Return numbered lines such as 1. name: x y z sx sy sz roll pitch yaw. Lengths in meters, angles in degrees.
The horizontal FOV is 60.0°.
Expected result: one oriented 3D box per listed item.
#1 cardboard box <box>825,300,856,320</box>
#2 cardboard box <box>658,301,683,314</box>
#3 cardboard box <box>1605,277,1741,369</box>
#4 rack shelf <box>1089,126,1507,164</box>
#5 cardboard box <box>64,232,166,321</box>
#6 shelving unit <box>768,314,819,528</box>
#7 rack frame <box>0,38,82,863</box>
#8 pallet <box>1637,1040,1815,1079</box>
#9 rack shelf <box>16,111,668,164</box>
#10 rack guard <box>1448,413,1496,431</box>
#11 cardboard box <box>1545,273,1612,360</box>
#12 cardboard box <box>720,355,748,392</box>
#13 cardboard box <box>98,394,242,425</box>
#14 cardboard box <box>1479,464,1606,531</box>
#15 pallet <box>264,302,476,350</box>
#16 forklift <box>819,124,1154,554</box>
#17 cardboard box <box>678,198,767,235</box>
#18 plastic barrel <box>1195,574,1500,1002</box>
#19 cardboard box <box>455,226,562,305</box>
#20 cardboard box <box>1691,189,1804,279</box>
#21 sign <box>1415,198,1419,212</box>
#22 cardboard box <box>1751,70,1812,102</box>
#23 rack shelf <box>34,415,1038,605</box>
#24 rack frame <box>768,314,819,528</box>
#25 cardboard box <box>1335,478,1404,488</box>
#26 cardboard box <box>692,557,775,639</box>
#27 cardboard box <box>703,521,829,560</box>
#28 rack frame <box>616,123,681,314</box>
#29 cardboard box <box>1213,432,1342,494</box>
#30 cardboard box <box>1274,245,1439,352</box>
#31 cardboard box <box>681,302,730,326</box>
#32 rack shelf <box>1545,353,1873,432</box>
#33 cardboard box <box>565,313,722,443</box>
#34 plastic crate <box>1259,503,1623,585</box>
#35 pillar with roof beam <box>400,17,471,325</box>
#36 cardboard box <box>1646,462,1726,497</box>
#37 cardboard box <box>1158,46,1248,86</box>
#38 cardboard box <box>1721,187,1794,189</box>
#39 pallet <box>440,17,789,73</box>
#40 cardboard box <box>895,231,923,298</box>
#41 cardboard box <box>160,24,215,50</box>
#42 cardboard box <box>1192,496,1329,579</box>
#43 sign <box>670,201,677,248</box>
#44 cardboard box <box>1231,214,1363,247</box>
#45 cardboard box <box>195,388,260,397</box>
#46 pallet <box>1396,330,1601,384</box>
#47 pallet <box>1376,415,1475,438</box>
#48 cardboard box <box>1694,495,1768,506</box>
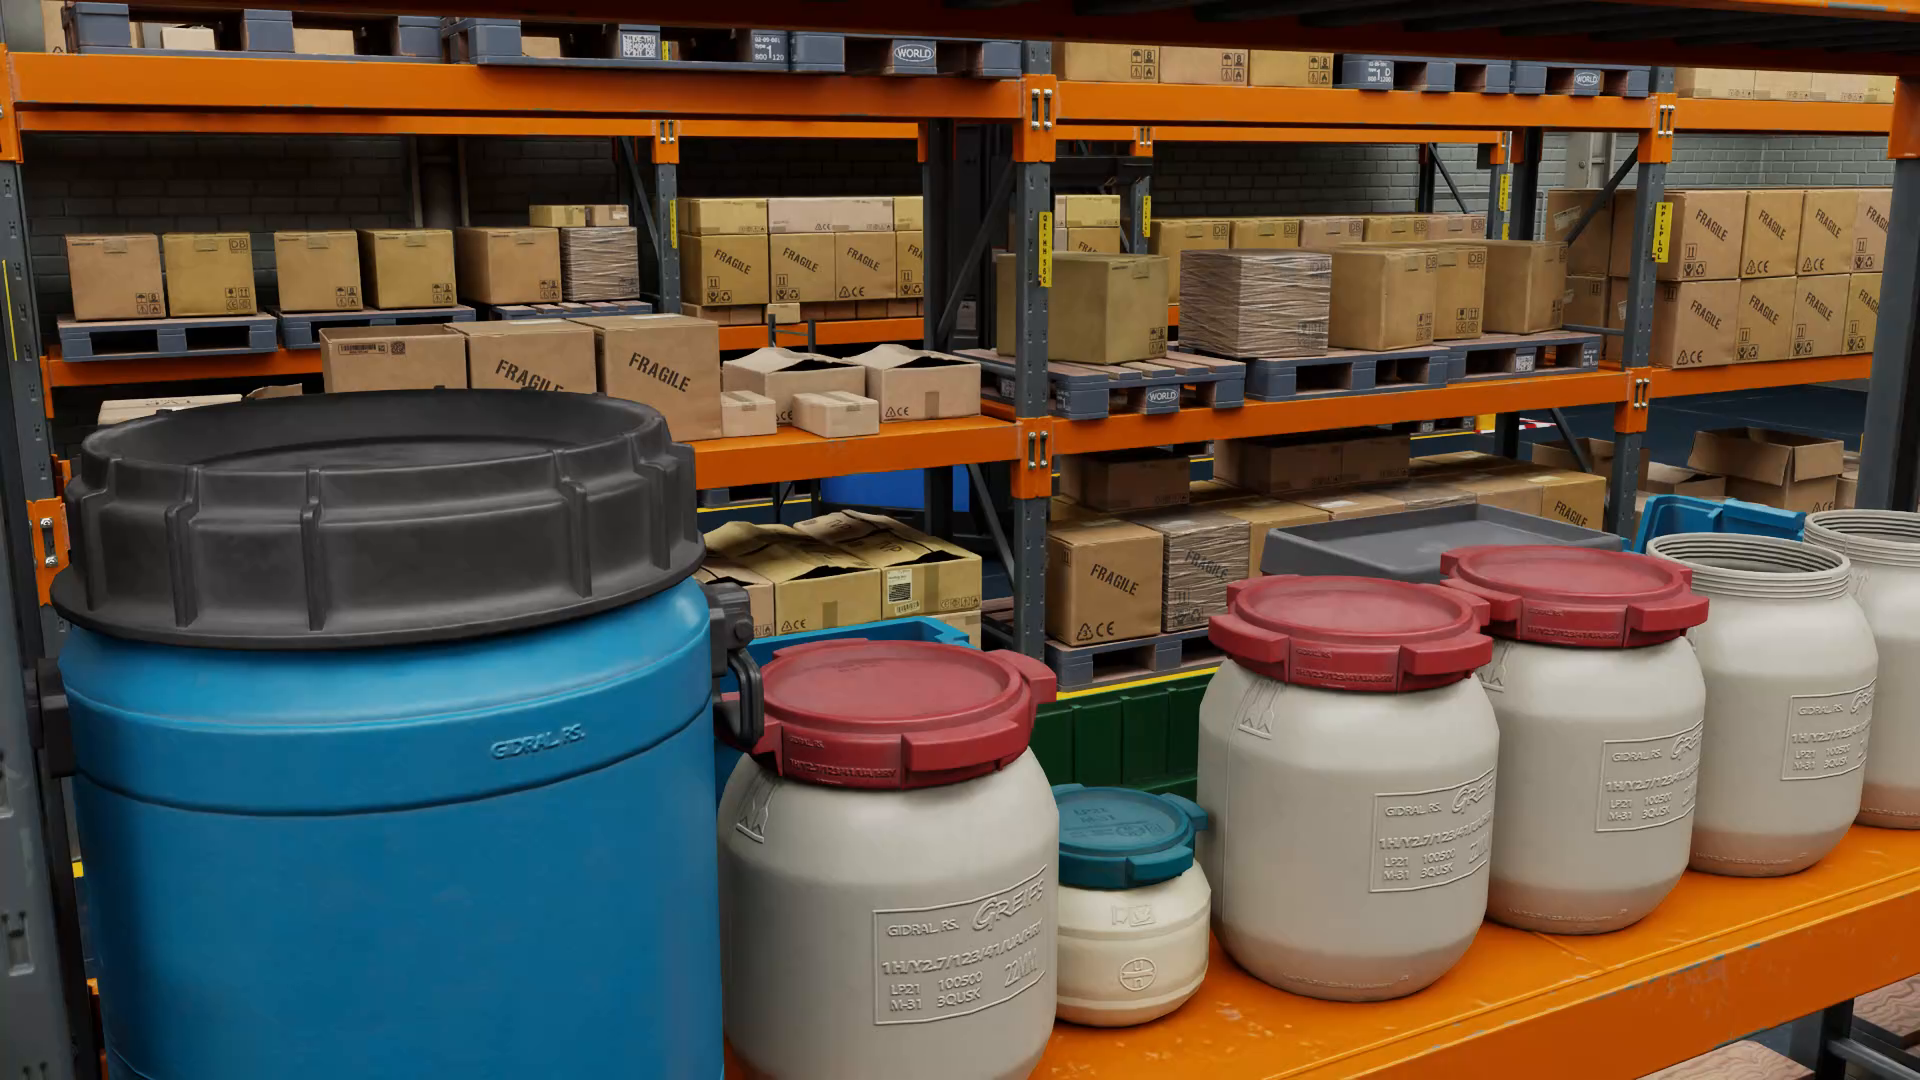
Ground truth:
1. cardboard box: -0.985 -1.771 12.673 0.250 0.149 0.380 -6 14 -27
2. cardboard box: -2.106 -1.749 12.575 0.250 0.149 0.380 -7 14 -27
3. cardboard box: 4.196 -1.295 9.802 0.500 0.500 0.500 -6 14 -26
4. rack shelf: 2.997 -3.522 14.732 4.000 0.370 1.077 -7 14 -28
5. cardboard box: -5.317 -1.668 10.458 0.500 0.500 0.700 -7 14 -28
6. shelving unit: -1.472 -0.627 10.481 1.048 1.500 0.538 -10 16 -38
7. rack frame: -3.403 -0.403 6.068 0.127 3.000 1.000 -7 14 -28
8. pallet: 1.779 1.566 3.672 1.213 0.211 1.003 -7 14 -28
9. rack shelf: -4.025 -2.680 10.993 4.000 0.370 1.077 -7 14 -28
10. rack guard: 4.774 -1.403 16.203 0.348 0.500 1.175 -7 14 -28
11. cardboard box: 3.934 -1.395 10.250 0.500 0.500 0.500 -7 14 -27
12. cardboard box: -1.561 -0.986 12.599 0.750 0.750 0.750 -7 14 -29
13. cardboard box: -2.992 -0.390 6.352 0.500 0.250 0.500 -6 14 -24
14. cardboard box: 3.323 -0.133 9.558 0.500 0.500 0.500 -7 14 -28
15. pallet: -3.987 -1.468 11.239 1.213 0.211 1.003 -7 14 -28
16. forklift: 0.649 -1.379 10.562 3.031 2.935 1.130 4 13 18
17. cardboard box: -1.722 -2.349 12.055 0.500 0.250 0.500 -6 14 -27
18. plastic barrel: 0.555 0.350 2.412 0.433 0.535 0.433 0 13 0
19. cardboard box: -3.155 -1.926 11.606 0.500 0.500 0.700 -8 15 -33
20. cardboard box: 4.619 -1.831 9.908 0.500 0.500 0.500 -7 15 -30
21. sign: 4.492 -3.188 16.292 0.005 0.325 0.100 -7 14 -28
22. cardboard box: 4.605 -2.690 9.740 0.500 0.250 0.500 -7 14 -28
23. rack shelf: -1.648 -0.262 7.082 4.000 0.370 1.077 -7 14 -28
24. rack frame: -1.079 -0.698 10.796 0.032 1.500 0.500 -10 16 -38
25. cardboard box: 2.172 -0.126 9.530 0.500 0.500 0.500 -7 14 -27
26. cardboard box: -1.132 0.250 7.194 0.500 0.311 0.500 -7 14 -28
27. cardboard box: -0.950 0.095 7.886 0.500 0.311 0.500 -7 15 -29
28. rack frame: -2.269 -1.778 12.178 0.127 3.000 1.000 -7 14 -28
29. cardboard box: 1.759 -0.444 9.232 0.500 0.250 0.500 -7 15 -29
30. cardboard box: 2.097 -1.301 8.872 0.500 0.500 0.700 -12 17 -42
31. cardboard box: -1.869 -1.655 12.159 0.250 0.149 0.380 -7 14 -29
32. rack shelf: 5.374 -1.104 10.822 4.000 0.370 1.077 -7 14 -28
33. cardboard box: -1.358 -0.693 7.129 0.500 0.500 0.500 -8 15 -31
34. plastic crate: 0.913 0.211 3.194 0.583 0.464 0.402 -7 14 -28
35. pillar with roof beam: -1.762 -3.905 7.966 0.400 9.000 9.100 -7 14 -28
36. cardboard box: 4.641 -0.341 10.914 0.500 0.311 0.500 -7 14 -28
37. cardboard box: 0.922 -2.442 8.069 0.500 0.500 0.910 -7 14 -28
38. cardboard box: 5.271 -2.044 10.856 0.500 0.500 0.500 -7 14 -28
39. pallet: -1.426 -1.988 6.710 1.213 0.211 1.003 -6 14 -25
40. cardboard box: -0.367 -2.145 12.858 0.500 0.500 0.500 -6 14 -26
41. cardboard box: -4.722 -3.089 10.417 0.500 0.311 0.500 -6 14 -26
42. cardboard box: 1.543 0.080 8.612 0.500 0.500 0.500 -7 14 -29
43. sign: -2.001 -2.201 11.599 0.005 0.325 0.100 -7 14 -28
44. cardboard box: 3.003 -2.553 14.940 0.700 0.700 0.980 -8 15 -31
45. cardboard box: -4.757 -0.846 11.019 0.500 0.250 0.500 -7 15 -29
46. pallet: 2.865 -1.088 9.549 1.213 0.211 1.003 -7 14 -28
47. pallet: 4.088 -1.160 15.783 1.213 0.211 1.003 -7 14 -28
48. cardboard box: 4.845 -0.172 10.494 0.250 0.166 0.380 -7 14 -28
